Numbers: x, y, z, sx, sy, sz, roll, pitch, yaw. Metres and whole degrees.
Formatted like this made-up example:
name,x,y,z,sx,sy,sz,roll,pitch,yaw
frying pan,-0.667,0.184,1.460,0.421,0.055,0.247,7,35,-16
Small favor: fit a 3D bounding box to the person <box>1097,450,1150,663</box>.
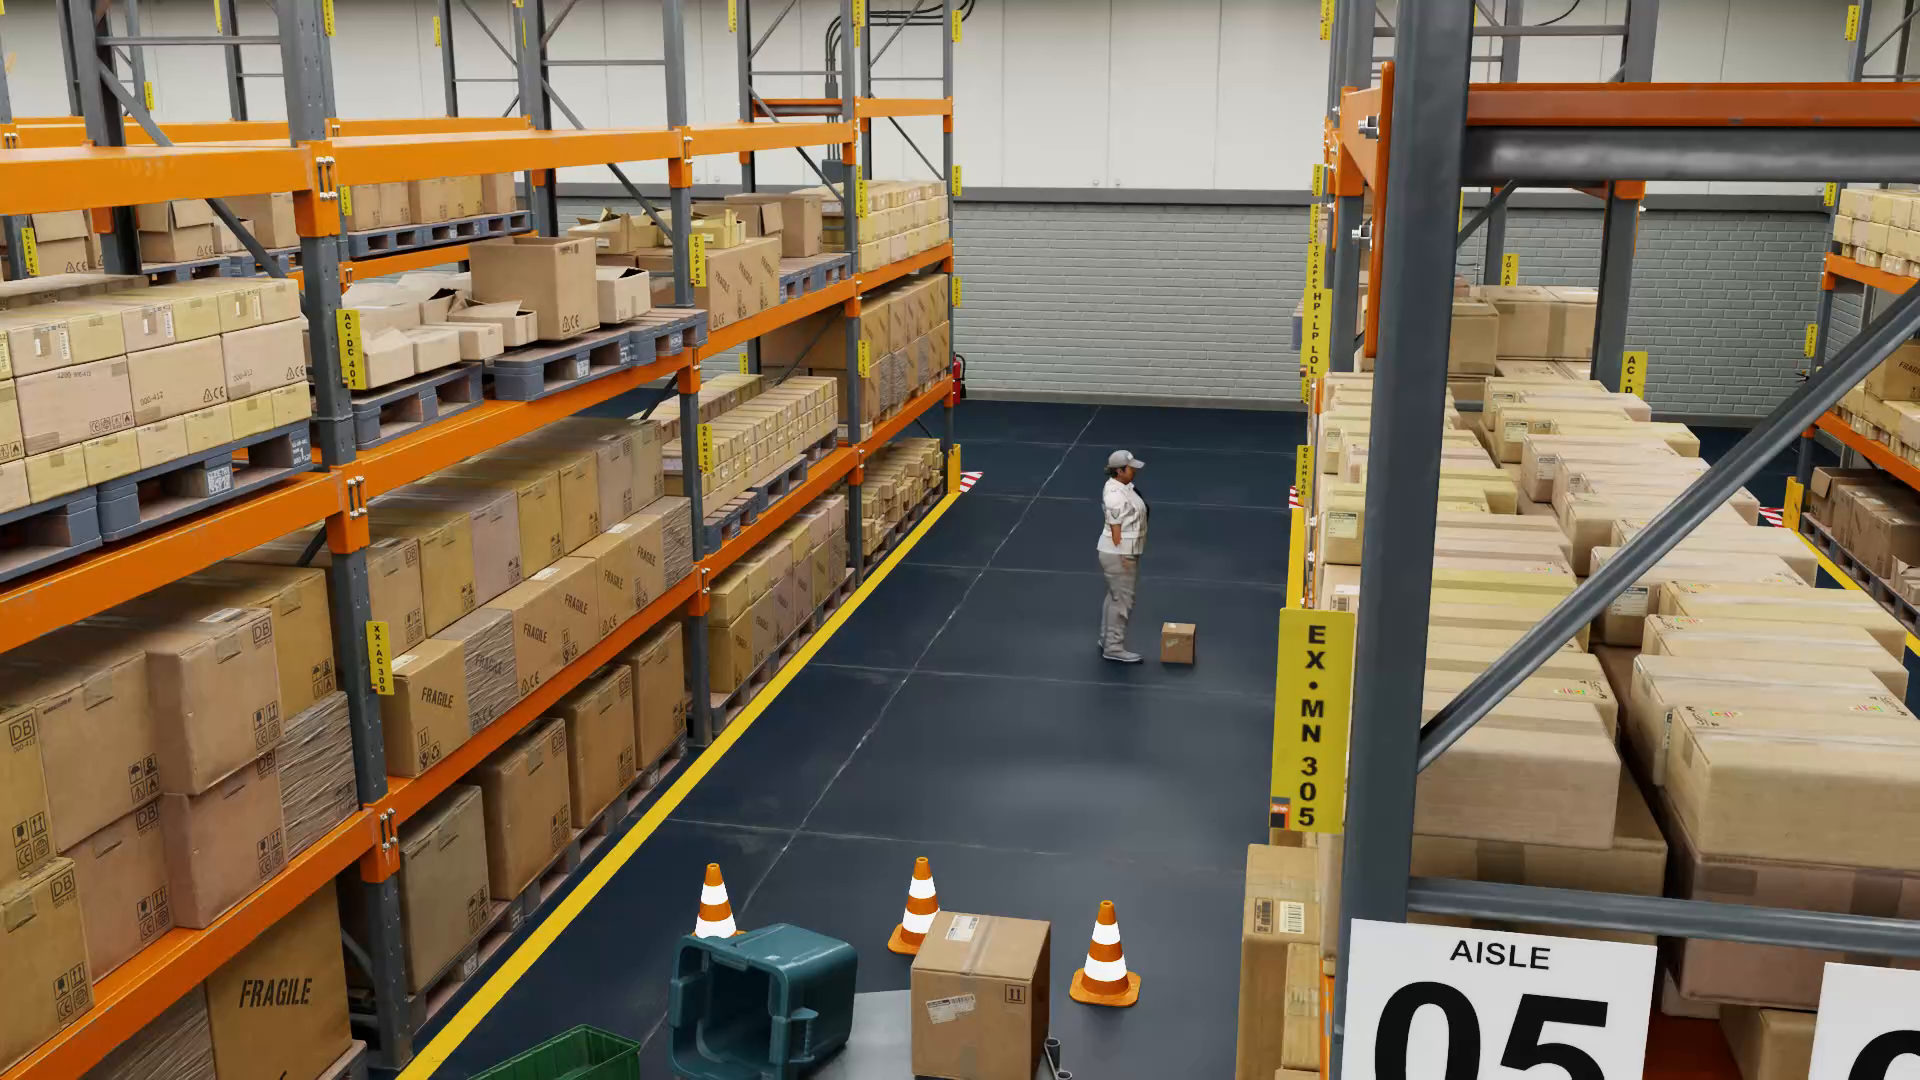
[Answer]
name,x,y,z,sx,sy,sz,roll,pitch,yaw
person,1.278,0.137,13.107,0.387,1.715,0.469,3,15,12
